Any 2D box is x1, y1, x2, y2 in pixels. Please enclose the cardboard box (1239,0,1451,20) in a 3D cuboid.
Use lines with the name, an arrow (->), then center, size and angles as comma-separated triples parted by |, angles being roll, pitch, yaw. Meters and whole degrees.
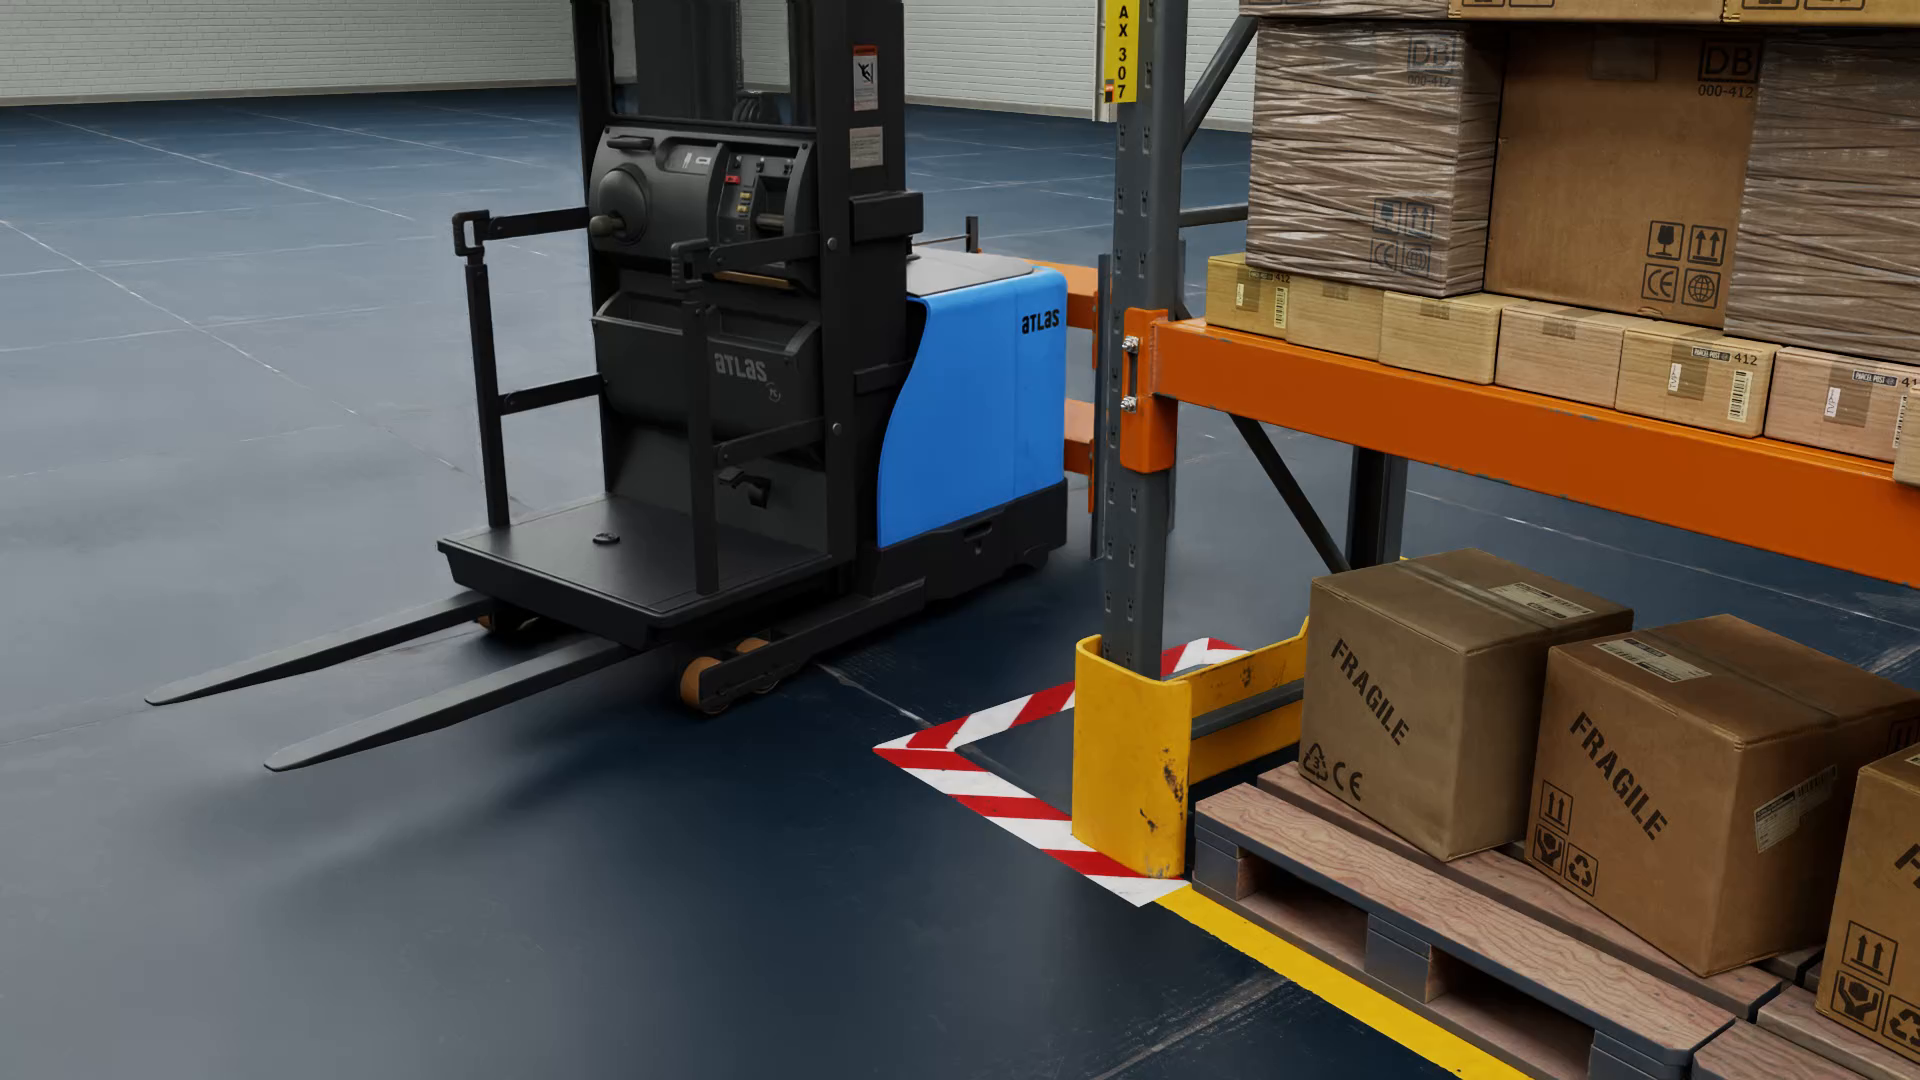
cardboard box -> 0.898, -1.262, 3.179 | 0.500, 0.500, 0.500 | -14, 23, -36

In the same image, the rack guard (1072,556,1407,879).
rack guard -> 0.818, 0.418, 4.305 | 1.175, 0.500, 0.348 | -14, 23, -36

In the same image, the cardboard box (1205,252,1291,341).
cardboard box -> 0.761, -0.551, 3.656 | 0.380, 0.149, 0.250 | -14, 23, -36

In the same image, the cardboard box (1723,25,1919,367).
cardboard box -> 1.772, -0.604, 2.782 | 0.875, 0.500, 0.500 | -14, 23, -36

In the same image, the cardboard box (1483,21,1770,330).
cardboard box -> 1.495, -0.735, 3.179 | 0.875, 0.500, 0.500 | -14, 23, -36

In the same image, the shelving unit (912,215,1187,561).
shelving unit -> 0.278, -0.625, 6.460 | 1.048, 1.125, 0.538 | 16, 24, 39

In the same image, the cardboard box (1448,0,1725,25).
cardboard box -> 1.203, -1.137, 2.803 | 0.500, 0.500, 0.500 | -14, 23, -36

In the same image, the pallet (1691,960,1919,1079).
pallet -> 2.048, 1.063, 2.818 | 1.003, 0.211, 1.213 | -14, 23, -36

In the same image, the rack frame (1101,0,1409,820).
rack frame -> 0.771, -0.787, 3.969 | 1.000, 3.000, 0.127 | -14, 23, -36

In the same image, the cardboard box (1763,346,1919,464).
cardboard box -> 1.542, -0.245, 2.729 | 0.380, 0.149, 0.250 | -14, 23, -36

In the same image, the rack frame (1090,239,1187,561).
rack frame -> 0.659, -0.519, 6.140 | 0.032, 1.125, 0.500 | 16, 24, 39

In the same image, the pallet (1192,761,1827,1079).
pallet -> 1.294, 0.762, 3.725 | 1.003, 0.211, 1.213 | -14, 23, -36

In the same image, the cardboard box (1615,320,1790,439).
cardboard box -> 1.365, -0.301, 2.899 | 0.380, 0.149, 0.250 | -14, 23, -36

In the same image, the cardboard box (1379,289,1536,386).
cardboard box -> 1.044, -0.422, 3.263 | 0.380, 0.149, 0.250 | -14, 23, -36

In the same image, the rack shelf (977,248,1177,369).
rack shelf -> 0.278, -0.903, 6.368 | 1.000, 0.278, 0.538 | 16, 24, 39

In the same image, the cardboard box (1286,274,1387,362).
cardboard box -> 0.901, -0.486, 3.458 | 0.380, 0.149, 0.250 | -14, 23, -36

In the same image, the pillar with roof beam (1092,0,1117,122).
pillar with roof beam -> -1.019, -10.127, 22.631 | 9.100, 9.000, 0.400 | -14, 23, -36

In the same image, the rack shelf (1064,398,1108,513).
rack shelf -> 0.278, -0.393, 6.537 | 1.000, 0.278, 0.538 | 16, 24, 39

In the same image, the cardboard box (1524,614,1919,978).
cardboard box -> 1.543, 0.498, 3.396 | 0.500, 0.500, 0.500 | -8, 20, -22

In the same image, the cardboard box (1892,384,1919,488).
cardboard box -> 1.616, -0.163, 2.482 | 0.380, 0.149, 0.250 | -14, 23, -36

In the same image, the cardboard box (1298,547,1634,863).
cardboard box -> 1.145, 0.357, 3.821 | 0.500, 0.500, 0.500 | -9, 20, -26

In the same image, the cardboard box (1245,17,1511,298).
cardboard box -> 1.090, -0.835, 3.481 | 0.875, 0.500, 0.500 | -14, 23, -36

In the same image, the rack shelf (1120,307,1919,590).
rack shelf -> 2.012, 0.047, 2.593 | 1.077, 0.370, 4.000 | -14, 23, -36

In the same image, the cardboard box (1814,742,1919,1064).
cardboard box -> 1.917, 0.656, 2.919 | 0.500, 0.500, 0.500 | -12, 22, -31

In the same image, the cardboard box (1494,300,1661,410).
cardboard box -> 1.216, -0.364, 3.090 | 0.380, 0.149, 0.250 | -14, 23, -36

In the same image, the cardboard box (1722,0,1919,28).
cardboard box -> 1.515, -1.015, 2.432 | 0.500, 0.500, 0.500 | -14, 23, -36

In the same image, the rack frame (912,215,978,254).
rack frame -> -0.102, -0.731, 6.780 | 0.032, 1.125, 0.500 | 16, 24, 39

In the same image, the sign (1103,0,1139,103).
sign -> 0.345, -1.092, 3.513 | 0.100, 0.325, 0.005 | -14, 23, -36

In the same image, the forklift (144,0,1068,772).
forklift -> -0.934, -1.061, 4.904 | 1.130, 2.935, 3.031 | 15, 23, 37
